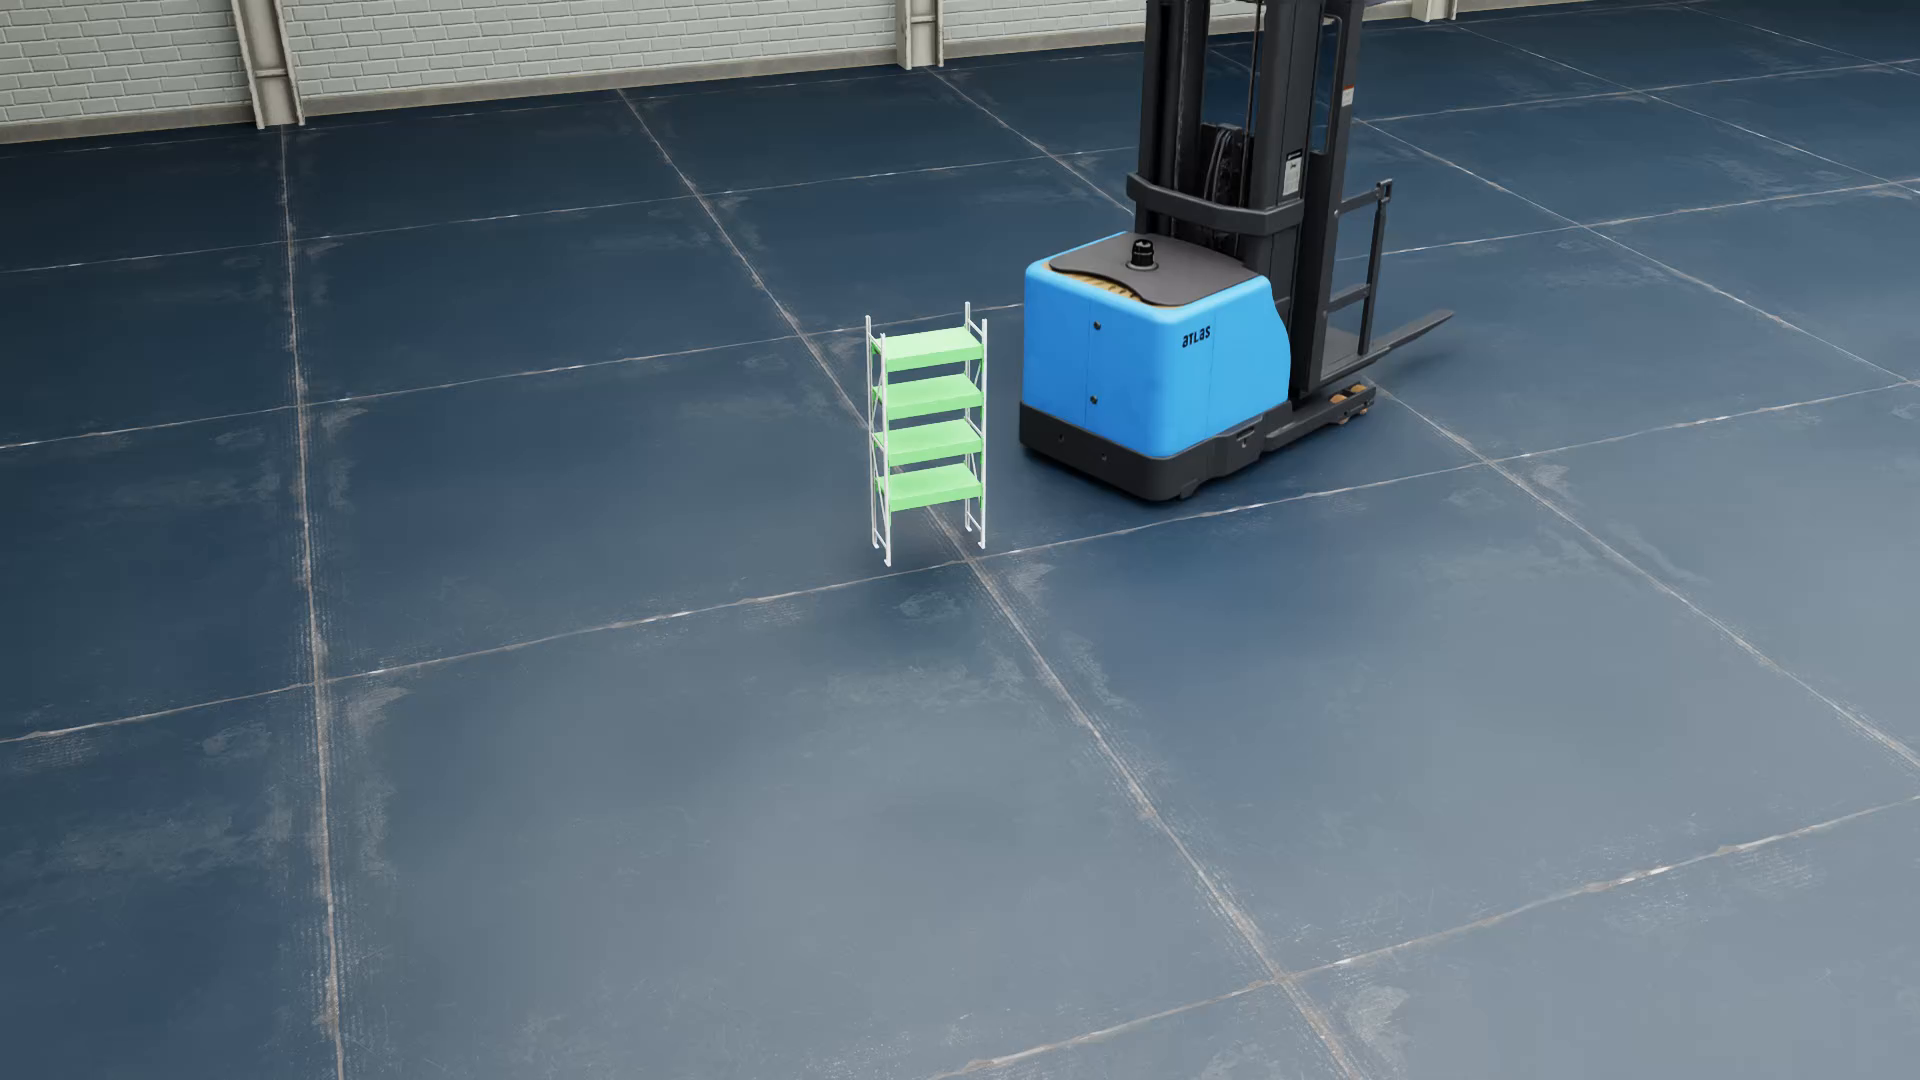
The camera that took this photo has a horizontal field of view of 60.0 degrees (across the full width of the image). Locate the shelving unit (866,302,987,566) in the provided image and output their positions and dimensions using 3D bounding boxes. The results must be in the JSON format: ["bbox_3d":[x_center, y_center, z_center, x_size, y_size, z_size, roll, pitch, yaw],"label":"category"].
[{"bbox_3d":[-0.155,-0.493,7.903,0.503,1.200,0.258,-10,31,-18],"label":"shelving unit"}]

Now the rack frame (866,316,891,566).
[{"bbox_3d":[-0.384,-0.451,7.829,0.015,1.200,0.240,-10,31,-18],"label":"rack frame"}]

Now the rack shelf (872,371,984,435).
[{"bbox_3d":[-0.155,-0.646,7.816,0.480,0.148,0.258,-10,31,-18],"label":"rack shelf"}]

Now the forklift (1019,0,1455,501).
[{"bbox_3d":[1.735,-2.092,8.962,3.031,2.935,1.130,-25,38,-37],"label":"forklift"}]

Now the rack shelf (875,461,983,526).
[{"bbox_3d":[-0.155,-0.229,8.053,0.480,0.148,0.258,-10,31,-18],"label":"rack shelf"}]

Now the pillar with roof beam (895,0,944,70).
[{"bbox_3d":[1.102,-6.653,10.837,0.400,9.000,9.100,-10,31,-18],"label":"pillar with roof beam"}]

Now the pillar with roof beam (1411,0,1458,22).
[{"bbox_3d":[6.726,-7.689,12.655,0.400,9.000,9.100,-10,31,-18],"label":"pillar with roof beam"}]

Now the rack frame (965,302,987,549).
[{"bbox_3d":[0.074,-0.535,7.977,0.015,1.200,0.240,-10,31,-18],"label":"rack frame"}]

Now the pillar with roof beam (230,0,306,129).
[{"bbox_3d":[-4.521,-5.618,9.020,0.400,9.000,9.100,-10,31,-18],"label":"pillar with roof beam"}]

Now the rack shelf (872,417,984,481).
[{"bbox_3d":[-0.155,-0.437,7.934,0.480,0.148,0.258,-10,31,-18],"label":"rack shelf"}]

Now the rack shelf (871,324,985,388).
[{"bbox_3d":[-0.155,-0.854,7.697,0.480,0.148,0.258,-10,31,-18],"label":"rack shelf"}]
